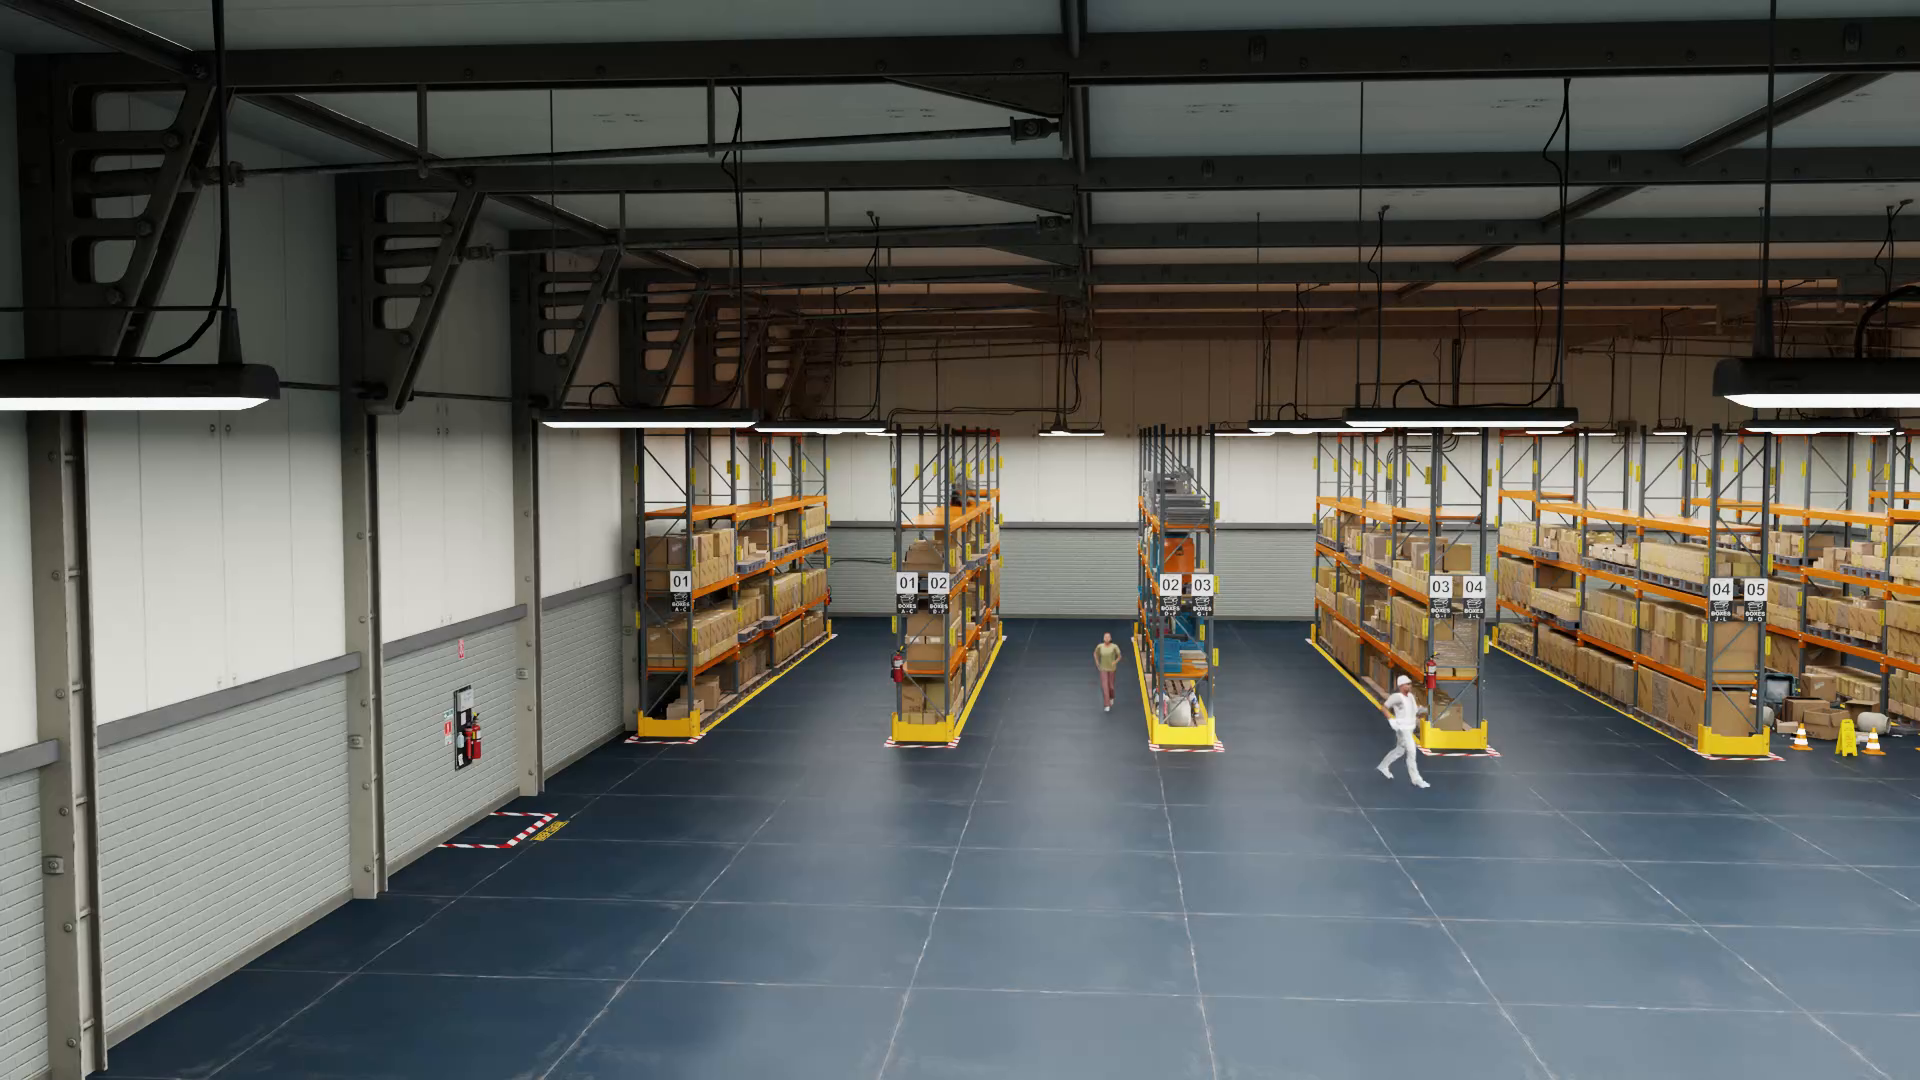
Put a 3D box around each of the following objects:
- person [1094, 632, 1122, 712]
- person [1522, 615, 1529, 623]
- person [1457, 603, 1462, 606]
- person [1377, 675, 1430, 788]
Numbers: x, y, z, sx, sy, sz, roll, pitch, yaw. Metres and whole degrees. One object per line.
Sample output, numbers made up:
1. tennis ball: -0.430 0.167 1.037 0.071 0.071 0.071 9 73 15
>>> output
1. person: 3.119 2.759 35.167 0.591 1.658 0.805 0 3 7
2. person: 16.145 2.054 47.313 0.645 1.659 0.709 -3 5 -44
3. person: 13.572 2.051 46.133 0.715 1.729 0.563 3 4 36
4. person: 7.336 3.129 27.451 0.964 1.787 0.678 3 4 36
